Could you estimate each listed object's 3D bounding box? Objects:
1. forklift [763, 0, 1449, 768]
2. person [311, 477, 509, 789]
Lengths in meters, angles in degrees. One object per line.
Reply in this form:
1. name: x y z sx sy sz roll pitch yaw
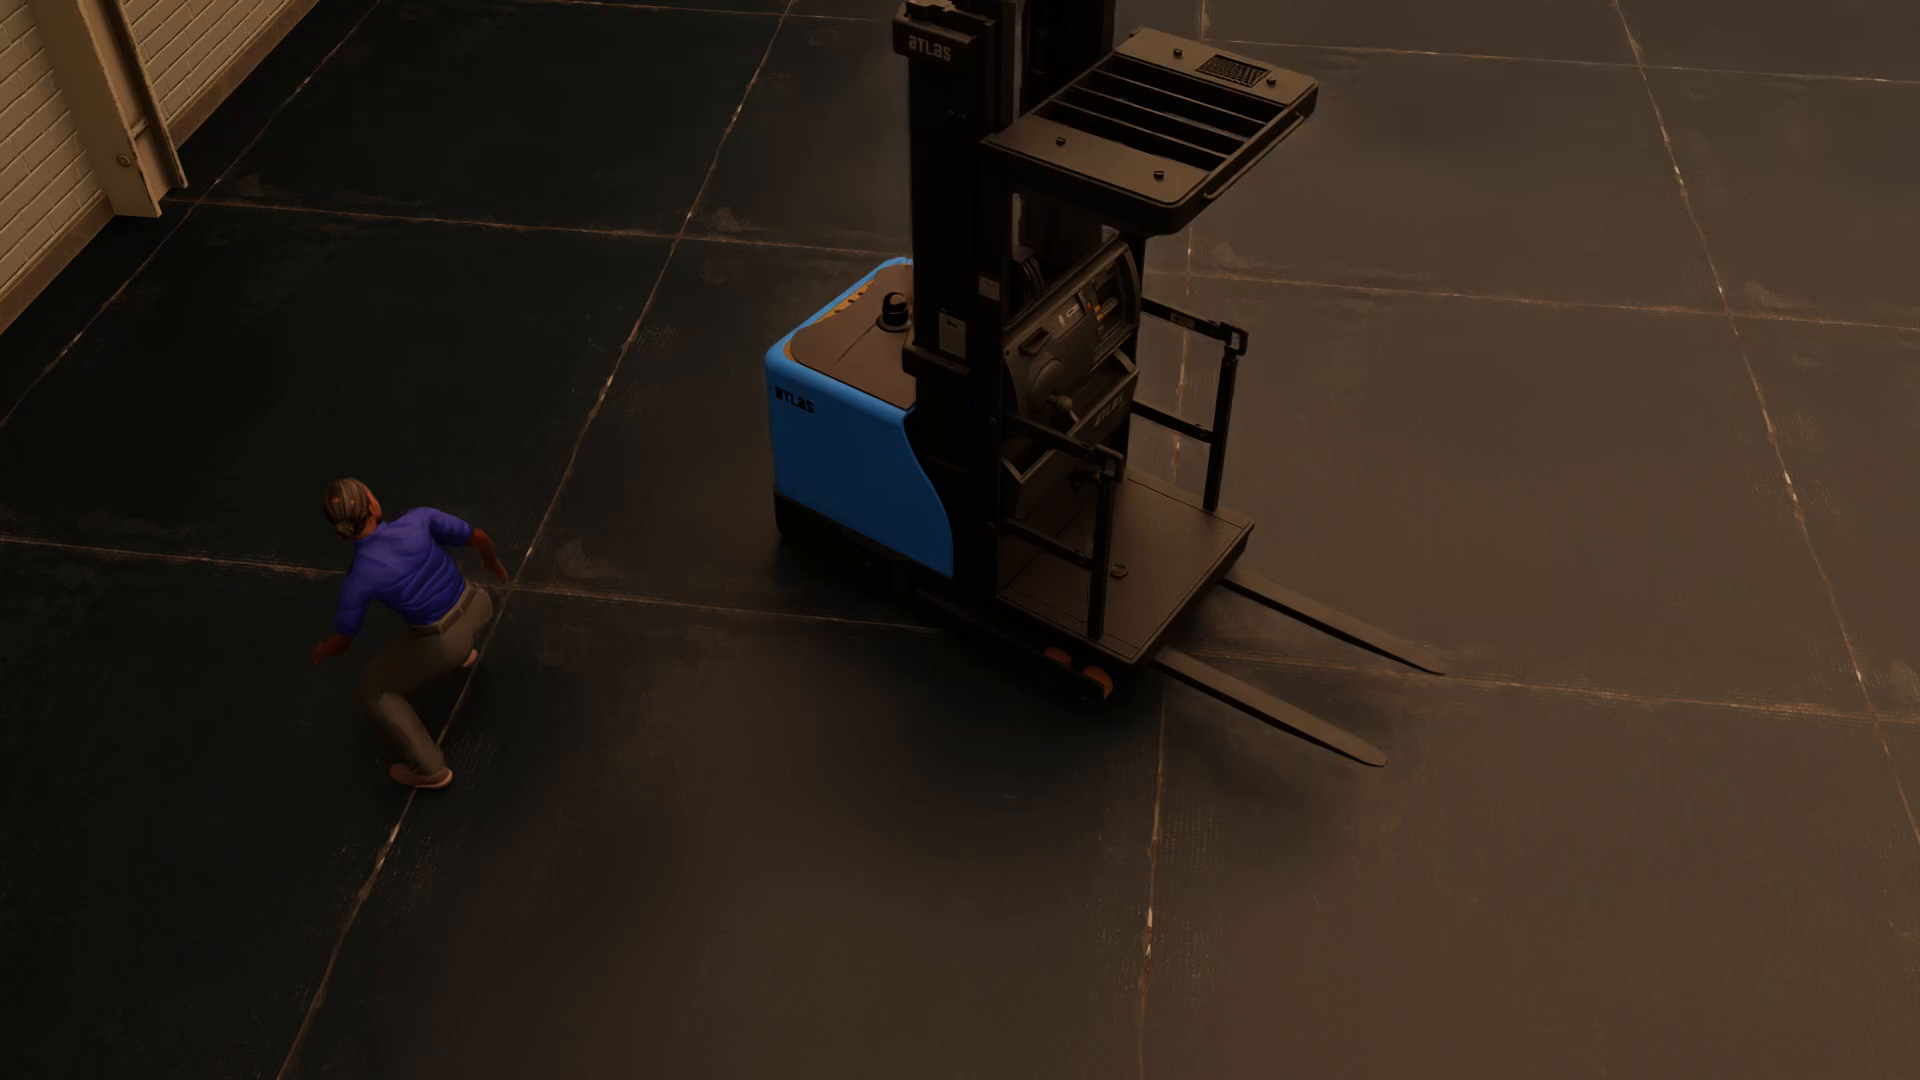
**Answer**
1. forklift: 0.628 -0.790 6.584 3.031 2.935 1.130 25 48 25
2. person: -2.180 0.266 6.590 0.626 1.432 0.722 18 45 18
